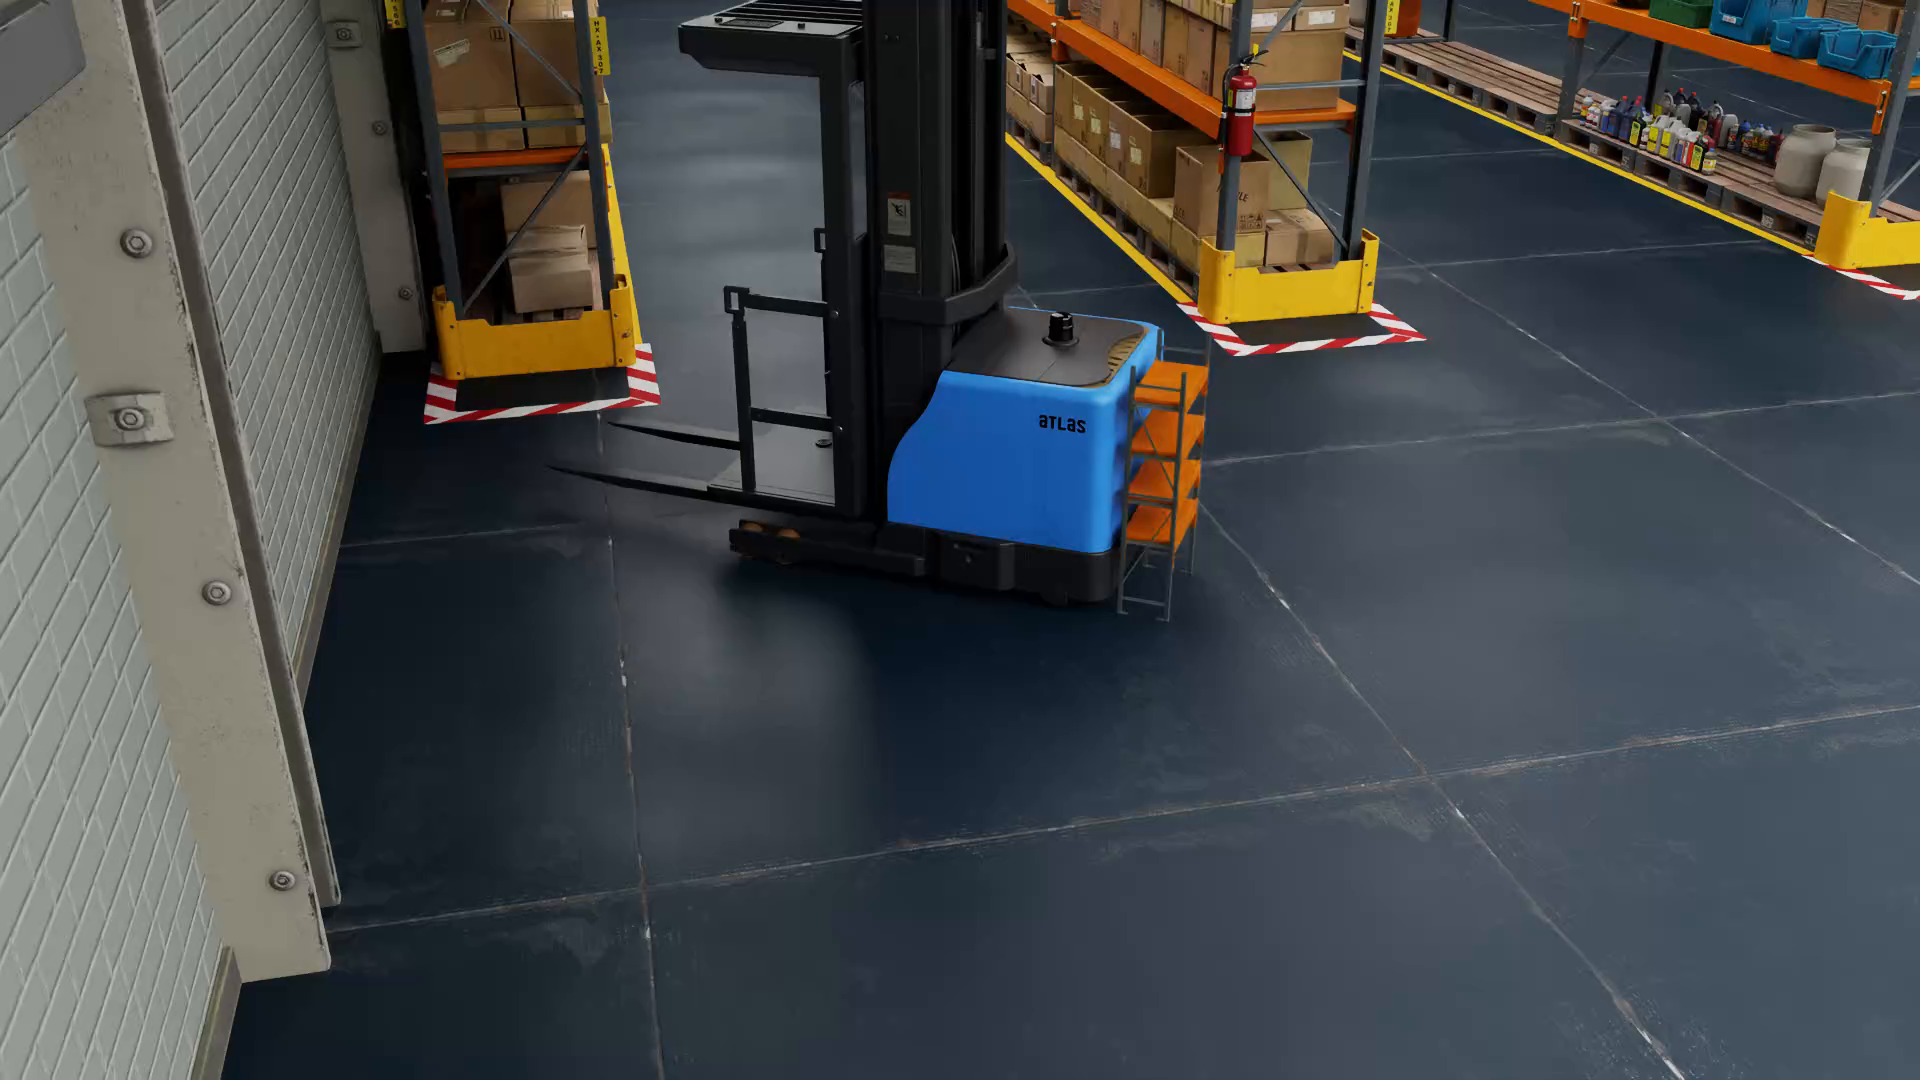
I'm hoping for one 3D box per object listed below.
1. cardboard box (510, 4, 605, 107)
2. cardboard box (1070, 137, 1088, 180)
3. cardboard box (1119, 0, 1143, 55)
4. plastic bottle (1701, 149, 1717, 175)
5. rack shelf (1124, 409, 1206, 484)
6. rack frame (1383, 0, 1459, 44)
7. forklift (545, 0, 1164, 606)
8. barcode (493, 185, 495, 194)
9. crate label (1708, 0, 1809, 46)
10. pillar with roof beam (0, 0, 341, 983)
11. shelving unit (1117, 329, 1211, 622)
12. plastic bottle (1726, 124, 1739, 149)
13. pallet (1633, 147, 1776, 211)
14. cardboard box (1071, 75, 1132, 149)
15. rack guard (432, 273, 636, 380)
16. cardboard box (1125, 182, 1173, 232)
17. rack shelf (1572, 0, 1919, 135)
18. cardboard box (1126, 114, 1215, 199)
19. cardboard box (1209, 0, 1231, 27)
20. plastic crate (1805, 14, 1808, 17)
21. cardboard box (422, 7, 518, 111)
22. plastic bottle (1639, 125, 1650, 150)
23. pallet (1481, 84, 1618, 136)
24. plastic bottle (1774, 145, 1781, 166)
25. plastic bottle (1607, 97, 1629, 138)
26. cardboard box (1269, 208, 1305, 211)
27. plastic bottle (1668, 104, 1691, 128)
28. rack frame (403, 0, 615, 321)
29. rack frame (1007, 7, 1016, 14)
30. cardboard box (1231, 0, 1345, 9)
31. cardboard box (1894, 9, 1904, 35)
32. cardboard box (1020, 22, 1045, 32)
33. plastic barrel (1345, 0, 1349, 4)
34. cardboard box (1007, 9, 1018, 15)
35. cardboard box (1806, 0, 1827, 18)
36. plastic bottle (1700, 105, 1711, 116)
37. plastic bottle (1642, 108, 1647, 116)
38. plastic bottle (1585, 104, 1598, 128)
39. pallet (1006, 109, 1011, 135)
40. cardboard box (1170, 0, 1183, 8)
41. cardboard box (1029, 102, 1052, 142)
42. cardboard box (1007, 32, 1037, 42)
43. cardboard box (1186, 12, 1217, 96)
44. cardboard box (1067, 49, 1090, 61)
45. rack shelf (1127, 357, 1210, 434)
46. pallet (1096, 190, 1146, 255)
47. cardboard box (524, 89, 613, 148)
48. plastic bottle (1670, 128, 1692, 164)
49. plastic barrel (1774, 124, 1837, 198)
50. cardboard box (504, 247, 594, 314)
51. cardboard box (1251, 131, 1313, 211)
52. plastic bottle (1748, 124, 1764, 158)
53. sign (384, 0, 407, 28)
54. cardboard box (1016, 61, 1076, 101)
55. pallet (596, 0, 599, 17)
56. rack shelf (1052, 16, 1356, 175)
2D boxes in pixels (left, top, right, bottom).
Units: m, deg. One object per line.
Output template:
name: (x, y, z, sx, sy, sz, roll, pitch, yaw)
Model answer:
cardboard box: (-2.431, -2.932, 10.042, 0.500, 0.500, 0.500, -6, 27, -12)
cardboard box: (1.225, -3.181, 13.809, 0.500, 0.250, 0.500, -6, 27, -12)
cardboard box: (1.649, -4.075, 12.883, 0.700, 0.500, 0.500, -6, 27, -11)
plastic bottle: (6.195, -3.130, 13.739, 0.097, 0.201, 0.097, 0, 27, 0)
rack shelf: (0.916, -0.428, 7.416, 0.258, 0.148, 0.480, 9, 28, 17)
rack frame: (5.233, -6.933, 18.657, 1.000, 3.000, 0.127, -6, 27, -12)
forklift: (-0.590, -1.404, 7.780, 3.031, 2.935, 1.130, 9, 28, 18)
barcode: (-3.618, -2.723, 12.912, 0.001, 0.075, 0.075, -6, 27, -12)
crate label: (6.358, -4.217, 13.237, 0.502, 0.435, 0.616, -6, 27, -12)
pillar with roof beam: (1.930, -3.116, 4.436, 9.100, 9.000, 0.400, -6, 27, -12)
shelving unit: (0.915, -0.288, 7.487, 0.258, 1.200, 0.503, 9, 28, 17)
plastic bottle: (6.763, -3.524, 14.520, 0.097, 0.201, 0.097, 0, 27, 0)
pallet: (6.524, -3.096, 14.150, 1.003, 0.211, 1.213, -6, 27, -12)
cardboard box: (1.228, -3.516, 13.641, 0.500, 0.500, 0.500, -6, 27, -12)
rack guard: (-2.633, -1.332, 10.335, 1.175, 0.500, 0.348, -6, 27, -12)
cardboard box: (1.562, -2.523, 12.504, 0.500, 0.250, 0.500, -6, 27, -12)
rack shelf: (6.585, -3.978, 13.600, 1.077, 0.370, 4.000, -6, 27, -12)
cardboard box: (1.559, -2.857, 12.335, 0.500, 0.500, 0.500, -6, 27, -12)
cardboard box: (1.877, -3.517, 11.058, 0.380, 0.149, 0.250, -5, 27, -10)
plastic crate: (6.747, -4.372, 13.876, 0.530, 0.136, 0.437, -6, 27, -12)
cardboard box: (-2.929, -2.877, 9.933, 0.500, 0.500, 0.500, -6, 27, -12)
plastic bottle: (5.996, -3.518, 14.508, 0.097, 0.201, 0.097, 0, 27, 0)
pallet: (5.920, -4.273, 16.481, 1.003, 0.211, 1.213, -6, 27, -12)
plastic bottle: (6.908, -3.241, 13.960, 0.097, 0.201, 0.097, 0, 27, 0)
plastic bottle: (5.912, -3.794, 14.890, 0.144, 0.351, 0.185, -5, 27, -10)
cardboard box: (2.189, -2.357, 12.176, 0.500, 0.250, 0.500, -6, 27, -12)
plastic bottle: (6.465, -3.794, 14.972, 0.152, 0.276, 0.135, -6, 27, -12)
rack frame: (-2.616, -2.415, 9.706, 1.000, 3.000, 0.127, -6, 27, -12)
rack frame: (0.407, -6.432, 17.664, 1.000, 3.000, 0.127, -6, 27, -12)
cardboard box: (2.105, -3.773, 10.845, 0.700, 0.500, 0.500, -6, 27, -11)
cardboard box: (10.627, -5.489, 18.082, 0.700, 0.500, 0.500, -8, 28, -16)
cardboard box: (0.888, -5.209, 17.205, 0.500, 0.311, 0.500, -6, 27, -12)
plastic barrel: (4.852, -6.753, 20.510, 0.600, 0.588, 0.708, -6, 27, -12)
cardboard box: (0.582, -5.741, 18.581, 0.500, 0.500, 0.500, -5, 27, -9)
cardboard box: (10.229, -6.224, 19.539, 0.700, 0.500, 0.500, -7, 28, -14)
plastic bottle: (6.681, -3.756, 14.888, 0.061, 0.283, 0.133, -4, 27, -8)
plastic bottle: (6.063, -3.707, 14.806, 0.097, 0.271, 0.097, 0, 27, 0)
plastic bottle: (5.802, -3.895, 15.255, 0.097, 0.201, 0.097, 0, 27, 0)
pallet: (0.826, -4.287, 16.509, 1.003, 0.211, 1.213, -6, 27, -12)
cardboard box: (1.705, -3.855, 11.728, 0.380, 0.149, 0.250, -5, 27, -10)
cardboard box: (0.932, -3.788, 15.012, 0.500, 0.250, 0.500, -6, 27, -12)
cardboard box: (0.478, -4.928, 16.648, 0.500, 0.311, 0.500, -7, 28, -13)
cardboard box: (1.994, -3.400, 11.547, 0.700, 0.500, 0.500, -5, 27, -10)
cardboard box: (1.232, -4.540, 15.879, 0.500, 0.311, 0.500, -7, 28, -13)
rack shelf: (0.918, -0.638, 7.309, 0.258, 0.148, 0.480, 9, 28, 17)
pallet: (1.725, -2.541, 13.049, 1.003, 0.211, 1.213, -6, 27, -12)
cardboard box: (-2.417, -2.603, 10.223, 0.500, 0.250, 0.500, -7, 28, -13)
plastic bottle: (6.134, -3.337, 14.068, 0.152, 0.276, 0.135, -7, 28, -13)
plastic barrel: (6.700, -2.999, 13.158, 0.421, 0.512, 0.421, 0, 27, 0)
cardboard box: (-2.684, -1.724, 10.832, 0.500, 0.311, 0.500, -9, 28, -17)
cardboard box: (2.191, -2.692, 12.007, 0.500, 0.500, 0.500, -6, 27, -12)
plastic bottle: (6.831, -3.421, 14.239, 0.097, 0.271, 0.097, 0, 27, 0)
sign: (-3.161, -3.025, 9.279, 0.100, 0.325, 0.005, -6, 27, -12)
cardboard box: (0.814, -4.262, 15.329, 0.500, 0.311, 0.500, -5, 27, -10)
pallet: (-3.548, -4.436, 13.922, 1.003, 0.211, 1.213, -6, 27, -12)
rack shelf: (1.759, -3.476, 12.607, 1.077, 0.370, 4.000, -6, 27, -12)
